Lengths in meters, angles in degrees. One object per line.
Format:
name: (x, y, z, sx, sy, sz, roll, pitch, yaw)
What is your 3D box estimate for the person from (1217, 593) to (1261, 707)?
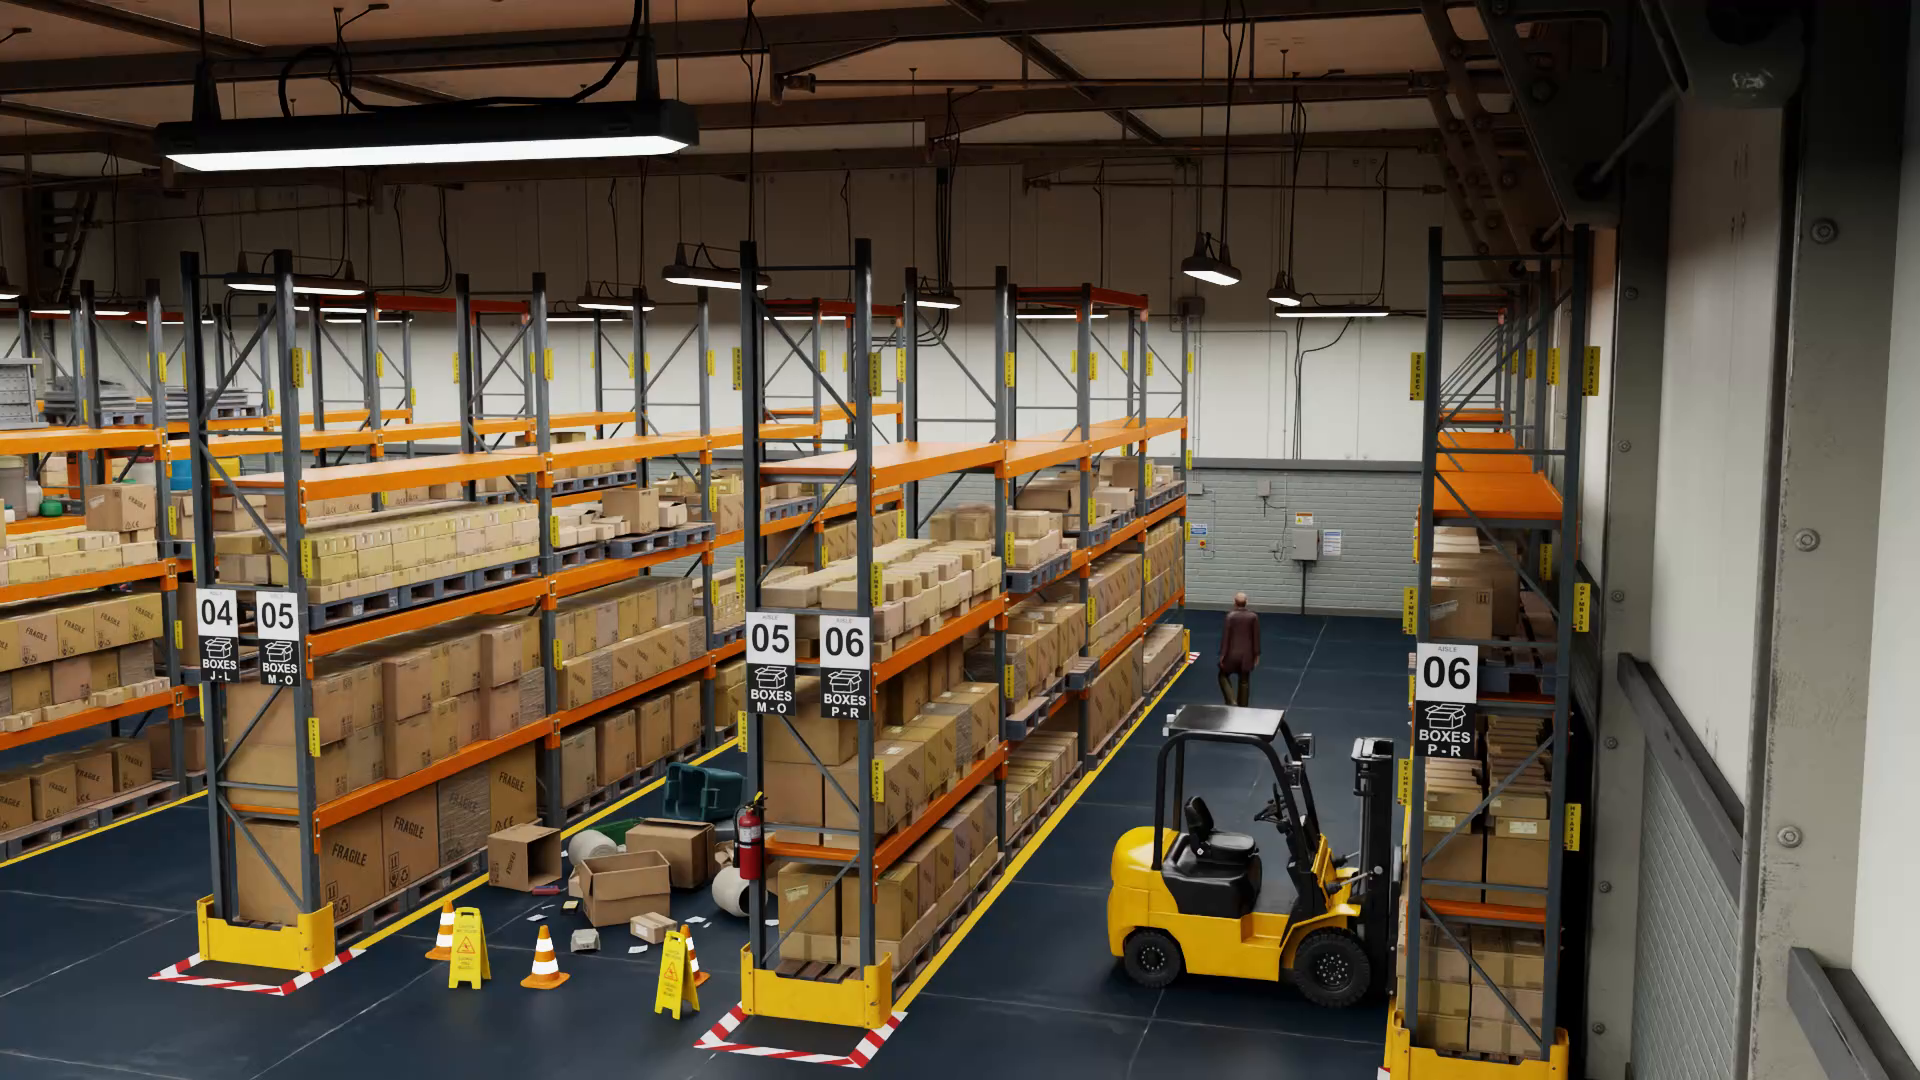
person: (3.976, 1.636, 23.637, 0.638, 1.779, 0.532, -1, 7, -12)
